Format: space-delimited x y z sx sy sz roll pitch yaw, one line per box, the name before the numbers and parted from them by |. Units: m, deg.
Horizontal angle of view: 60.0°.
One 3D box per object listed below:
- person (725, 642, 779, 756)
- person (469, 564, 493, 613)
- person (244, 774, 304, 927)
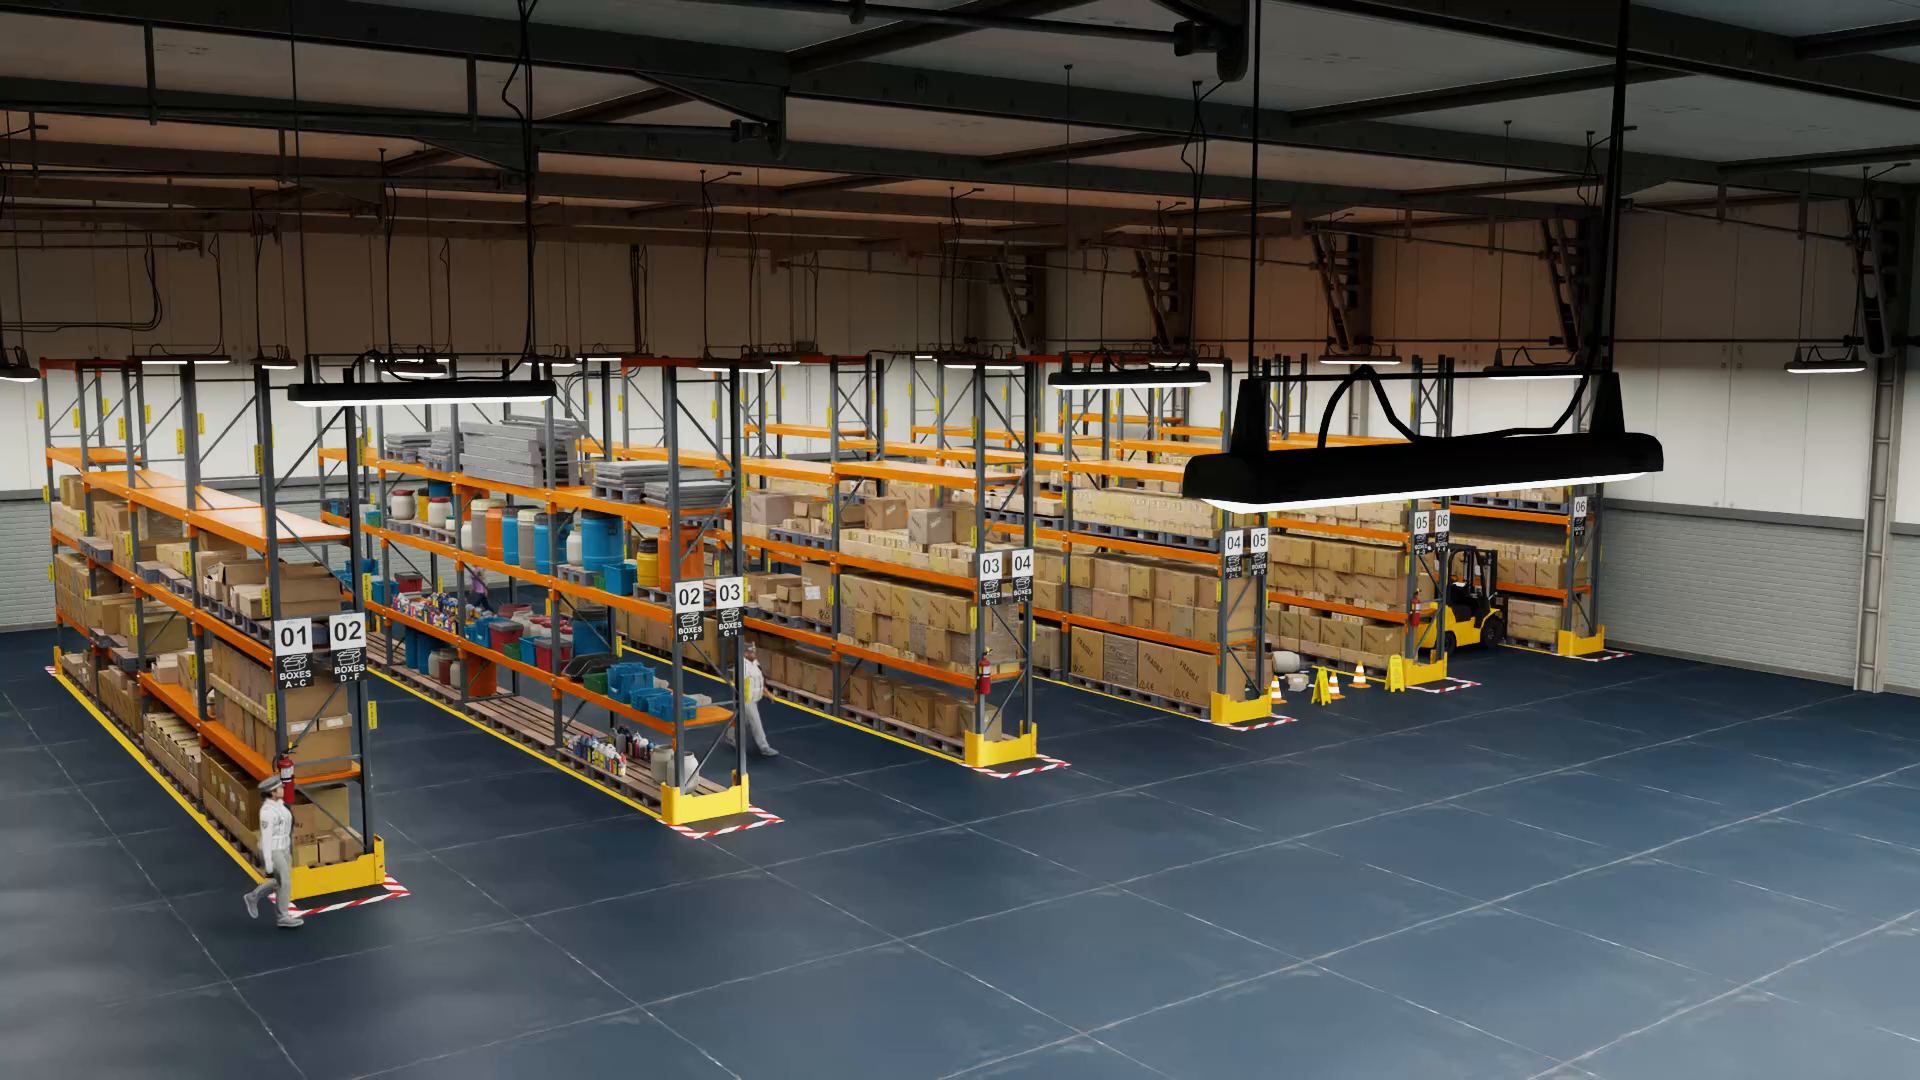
person | -3.200 2.398 25.508 1.112 1.703 0.584 3 8 27
person | -10.632 1.160 36.652 0.809 1.511 0.471 -4 8 -28
person | -7.431 3.342 17.980 0.635 1.654 0.499 0 7 -1
